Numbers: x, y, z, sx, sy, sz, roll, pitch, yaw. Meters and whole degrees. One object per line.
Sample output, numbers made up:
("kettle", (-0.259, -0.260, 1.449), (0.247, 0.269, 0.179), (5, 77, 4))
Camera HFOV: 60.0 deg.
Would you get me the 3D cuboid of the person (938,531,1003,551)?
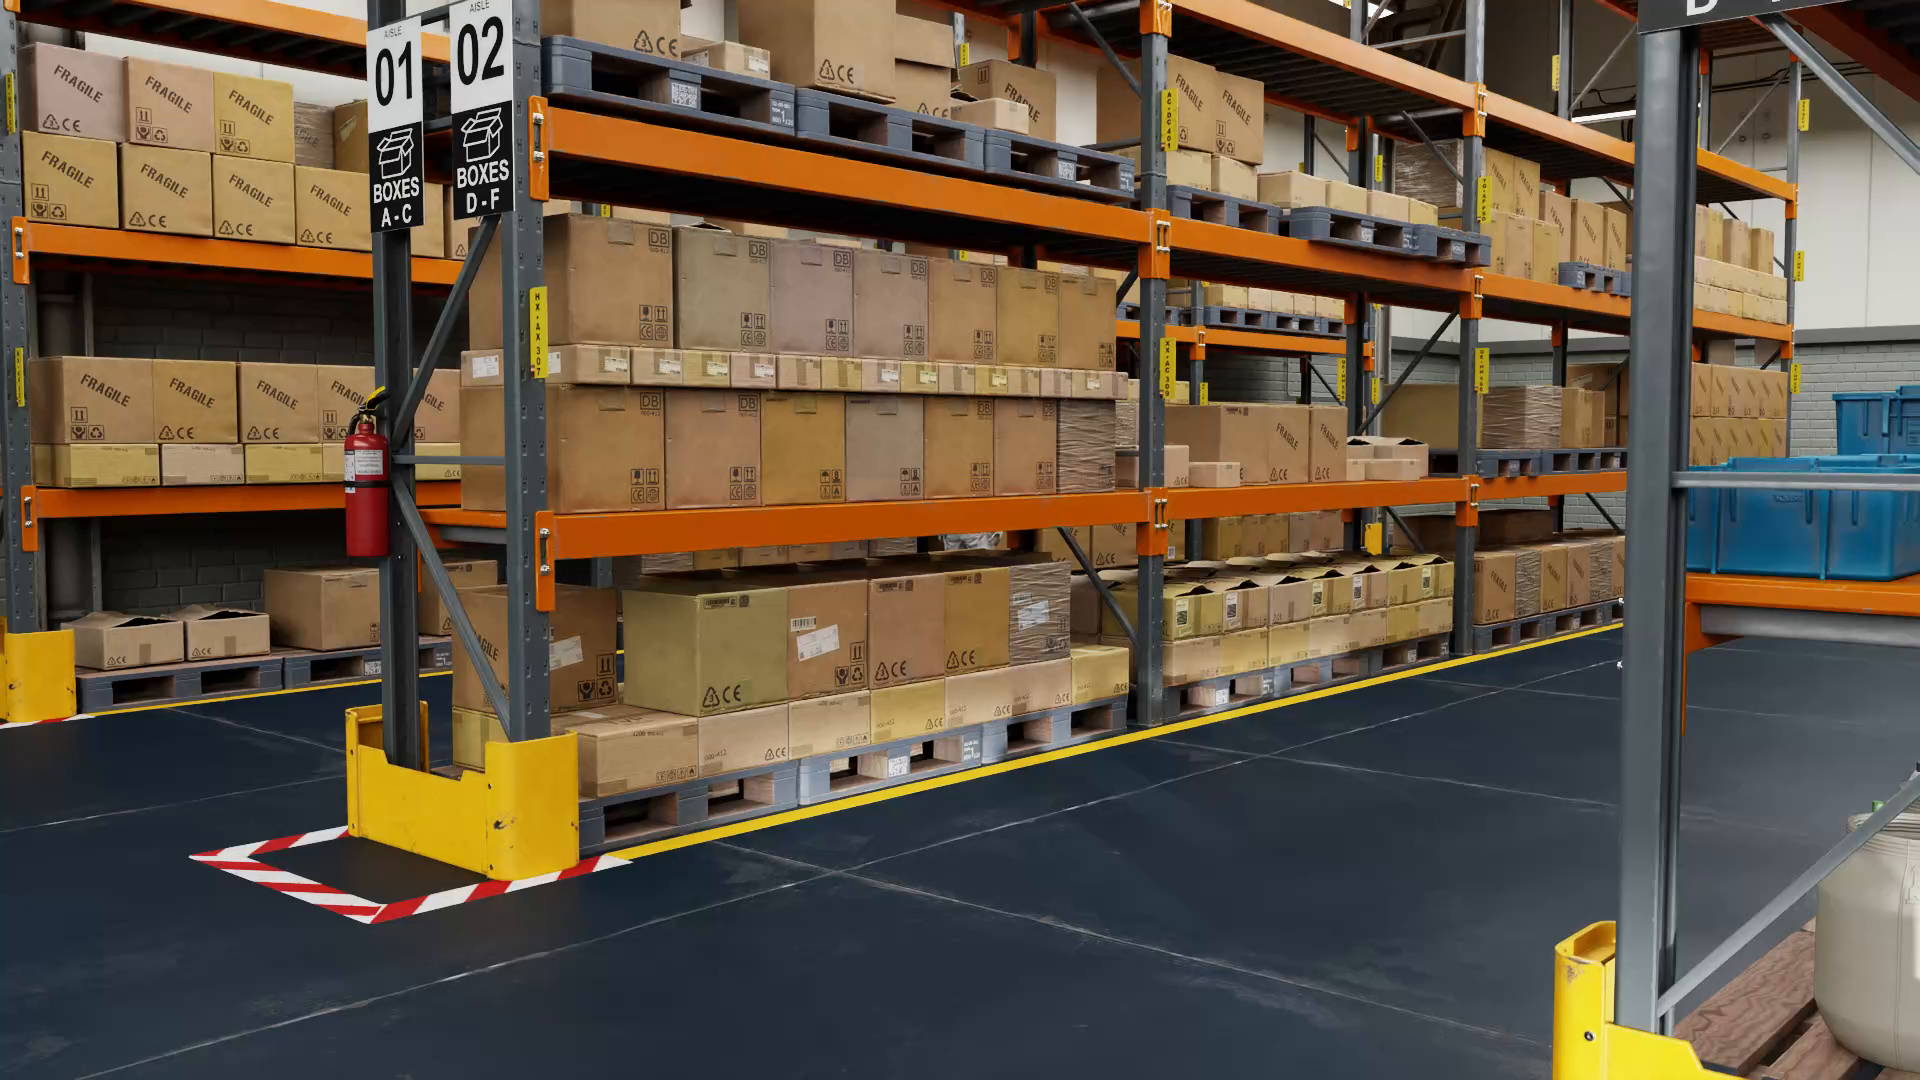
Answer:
("person", (0.069, -0.110, 13.357), (0.618, 1.779, 0.451), (3, 4, 37))
